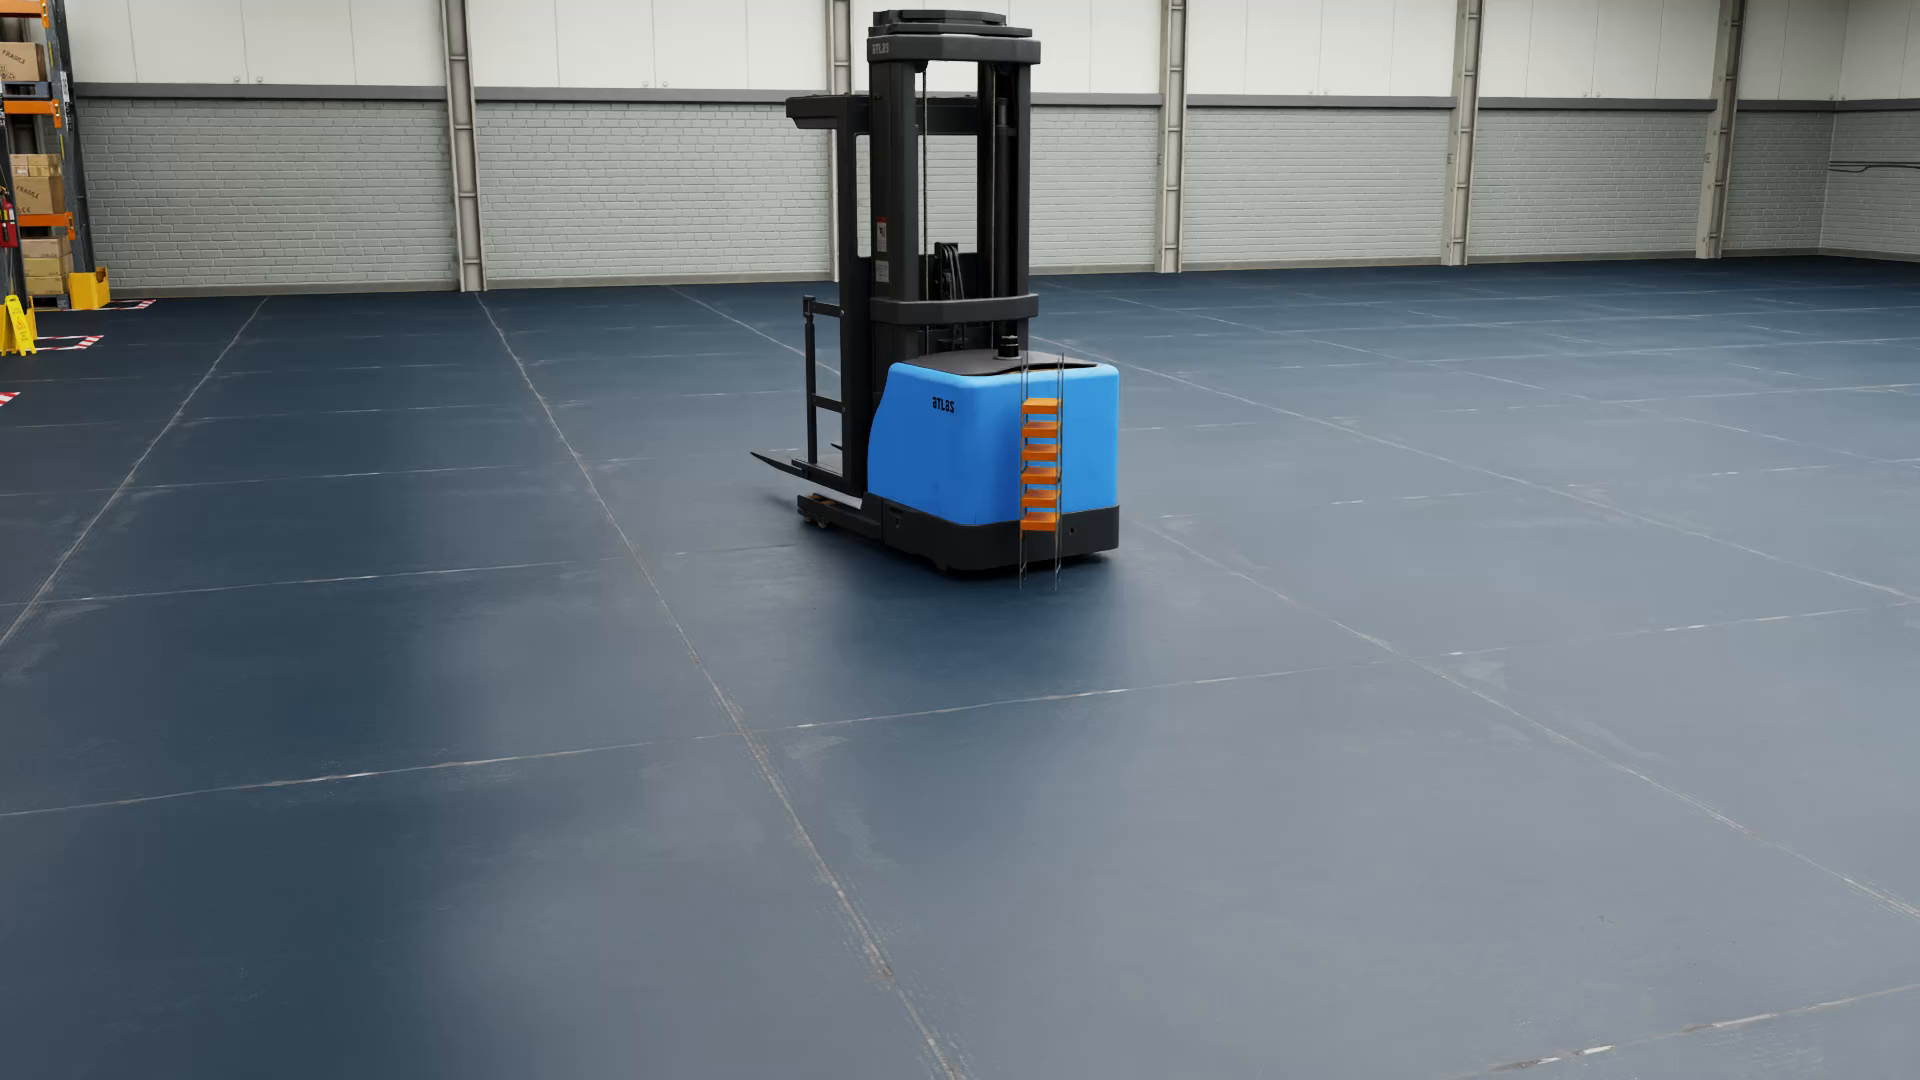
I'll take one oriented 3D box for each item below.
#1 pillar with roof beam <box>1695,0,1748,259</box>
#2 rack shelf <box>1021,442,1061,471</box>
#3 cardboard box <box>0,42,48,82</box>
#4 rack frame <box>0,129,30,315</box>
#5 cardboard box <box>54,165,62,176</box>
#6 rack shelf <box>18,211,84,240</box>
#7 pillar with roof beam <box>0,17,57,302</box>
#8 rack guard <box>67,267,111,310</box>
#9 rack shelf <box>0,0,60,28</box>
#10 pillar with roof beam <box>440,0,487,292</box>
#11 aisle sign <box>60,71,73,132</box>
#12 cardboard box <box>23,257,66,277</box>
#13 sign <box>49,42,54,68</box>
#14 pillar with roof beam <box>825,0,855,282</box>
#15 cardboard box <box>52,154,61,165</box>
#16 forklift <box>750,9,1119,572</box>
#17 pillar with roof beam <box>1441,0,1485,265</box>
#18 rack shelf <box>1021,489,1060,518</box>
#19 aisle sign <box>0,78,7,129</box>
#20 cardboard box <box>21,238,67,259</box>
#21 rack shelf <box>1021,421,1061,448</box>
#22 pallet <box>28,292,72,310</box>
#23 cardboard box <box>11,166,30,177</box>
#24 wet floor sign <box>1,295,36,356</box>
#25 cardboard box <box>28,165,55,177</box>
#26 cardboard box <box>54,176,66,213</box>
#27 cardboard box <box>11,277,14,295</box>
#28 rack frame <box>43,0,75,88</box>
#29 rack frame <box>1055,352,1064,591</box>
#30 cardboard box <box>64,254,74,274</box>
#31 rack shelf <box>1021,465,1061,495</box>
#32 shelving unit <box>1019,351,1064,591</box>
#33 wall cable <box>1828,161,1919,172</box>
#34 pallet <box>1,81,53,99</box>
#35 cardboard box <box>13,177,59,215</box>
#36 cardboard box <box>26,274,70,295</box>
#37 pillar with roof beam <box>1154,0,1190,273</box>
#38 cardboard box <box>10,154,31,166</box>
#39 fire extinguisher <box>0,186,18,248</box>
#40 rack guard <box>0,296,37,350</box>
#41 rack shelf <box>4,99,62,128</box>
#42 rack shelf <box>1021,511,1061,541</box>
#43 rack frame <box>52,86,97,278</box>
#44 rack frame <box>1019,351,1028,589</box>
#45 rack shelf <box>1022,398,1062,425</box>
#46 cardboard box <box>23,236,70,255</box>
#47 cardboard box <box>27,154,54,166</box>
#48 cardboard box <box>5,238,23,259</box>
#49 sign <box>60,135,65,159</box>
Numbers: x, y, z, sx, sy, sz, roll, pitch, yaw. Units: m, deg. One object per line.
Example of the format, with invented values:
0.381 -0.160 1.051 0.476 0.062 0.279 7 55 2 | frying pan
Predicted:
16.474 -9.129 28.575 0.400 9.000 9.100 -4 14 -18 | pillar with roof beam
0.418 -0.426 8.515 0.180 0.103 0.258 2 14 9 | rack shelf
-12.726 -6.469 22.534 0.500 0.500 0.500 -4 14 -16 | cardboard box
-10.798 -3.706 18.740 0.127 3.000 1.000 -4 14 -18 | rack frame
-12.789 -5.190 23.362 0.250 0.149 0.380 -5 14 -20 | cardboard box
-14.280 -4.296 22.778 4.000 0.370 1.077 -4 14 -18 | rack shelf
-11.959 -6.915 19.267 0.400 9.000 9.100 -4 14 -18 | pillar with roof beam
-12.362 -3.580 23.612 0.348 0.500 1.175 -4 14 -18 | rack guard
-14.280 -7.020 22.130 4.000 0.370 1.077 -4 14 -18 | rack shelf
-6.272 -7.358 21.128 0.400 9.000 9.100 -4 14 -18 | pillar with roof beam
-12.229 -5.999 22.764 0.004 0.787 0.394 -4 14 -18 | aisle sign
-12.746 -3.799 23.088 0.500 0.250 0.500 -5 14 -19 | cardboard box
-12.225 -6.525 22.370 0.005 0.325 0.100 -4 14 -18 | sign
-0.586 -7.800 22.990 0.400 9.000 9.100 -4 14 -18 | pillar with roof beam
-12.771 -5.325 23.287 0.250 0.149 0.380 -5 14 -19 | cardboard box
-0.329 -1.548 9.819 1.130 2.935 3.031 -8 16 -31 | forklift
10.788 -8.686 26.713 0.400 9.000 9.100 -4 14 -18 | pillar with roof beam
0.418 -0.193 8.570 0.180 0.103 0.258 2 14 9 | rack shelf
-10.838 -5.043 18.744 0.004 0.787 0.394 -4 14 -18 | aisle sign
-12.721 -4.045 23.039 0.500 0.250 0.500 -4 14 -16 | cardboard box
0.418 -0.543 8.487 0.180 0.103 0.258 2 14 9 | rack shelf
-13.096 -3.372 23.362 1.213 0.211 1.003 -4 14 -18 | pallet
-12.856 -5.046 22.756 0.250 0.149 0.380 -4 14 -17 | cardboard box
-10.277 -2.340 18.084 0.232 0.644 0.267 0 13 1 | wet floor sign
-12.624 -5.071 22.863 0.250 0.149 0.380 -4 14 -17 | cardboard box
-12.943 -4.867 23.406 0.500 0.500 0.500 -4 14 -16 | cardboard box
-13.203 -3.522 23.002 0.500 0.250 0.500 -4 14 -18 | cardboard box
-12.384 -7.713 22.621 0.127 3.000 1.000 -4 14 -18 | rack frame
0.509 -0.349 8.518 0.006 1.200 0.240 2 14 9 | rack frame
-12.896 -3.915 23.573 0.500 0.250 0.500 -4 14 -17 | cardboard box
0.418 -0.309 8.542 0.180 0.103 0.258 2 14 9 | rack shelf
0.418 -0.353 8.532 0.189 1.200 0.258 2 14 9 | shelving unit
18.315 -8.490 32.598 0.112 2.526 3.097 -4 14 -18 | wall cable
-13.063 -6.164 22.783 1.213 0.211 1.003 -4 14 -18 | pallet
-12.767 -4.749 22.909 0.500 0.500 0.500 -5 14 -19 | cardboard box
-12.729 -3.557 23.148 0.500 0.250 0.500 -4 14 -18 | cardboard box
5.101 -8.243 24.852 0.400 9.000 9.100 -4 14 -18 | pillar with roof beam
-12.881 -5.205 22.783 0.250 0.149 0.380 -4 14 -18 | cardboard box
-10.542 -3.575 18.359 0.183 0.674 0.296 -4 14 -18 | fire extinguisher
-10.870 -2.484 19.005 0.348 0.500 1.175 -4 14 -18 | rack guard
-14.280 -5.756 22.431 4.000 0.370 1.077 -4 14 -18 | rack shelf
0.418 -0.076 8.598 0.180 0.103 0.258 2 14 9 | rack shelf
-12.384 -4.794 23.315 0.127 3.000 1.000 -4 14 -18 | rack frame
0.328 -0.356 8.546 0.006 1.200 0.240 2 14 9 | rack frame
0.418 -0.660 8.459 0.180 0.103 0.258 2 14 9 | rack shelf
-12.900 -4.153 23.494 0.500 0.250 0.500 -5 14 -19 | cardboard box
-12.657 -5.230 22.889 0.250 0.149 0.380 -4 14 -18 | cardboard box
-13.204 -4.006 22.875 0.500 0.250 0.500 -4 14 -17 | cardboard box
-12.225 -5.352 22.649 0.005 0.325 0.100 -4 14 -18 | sign
